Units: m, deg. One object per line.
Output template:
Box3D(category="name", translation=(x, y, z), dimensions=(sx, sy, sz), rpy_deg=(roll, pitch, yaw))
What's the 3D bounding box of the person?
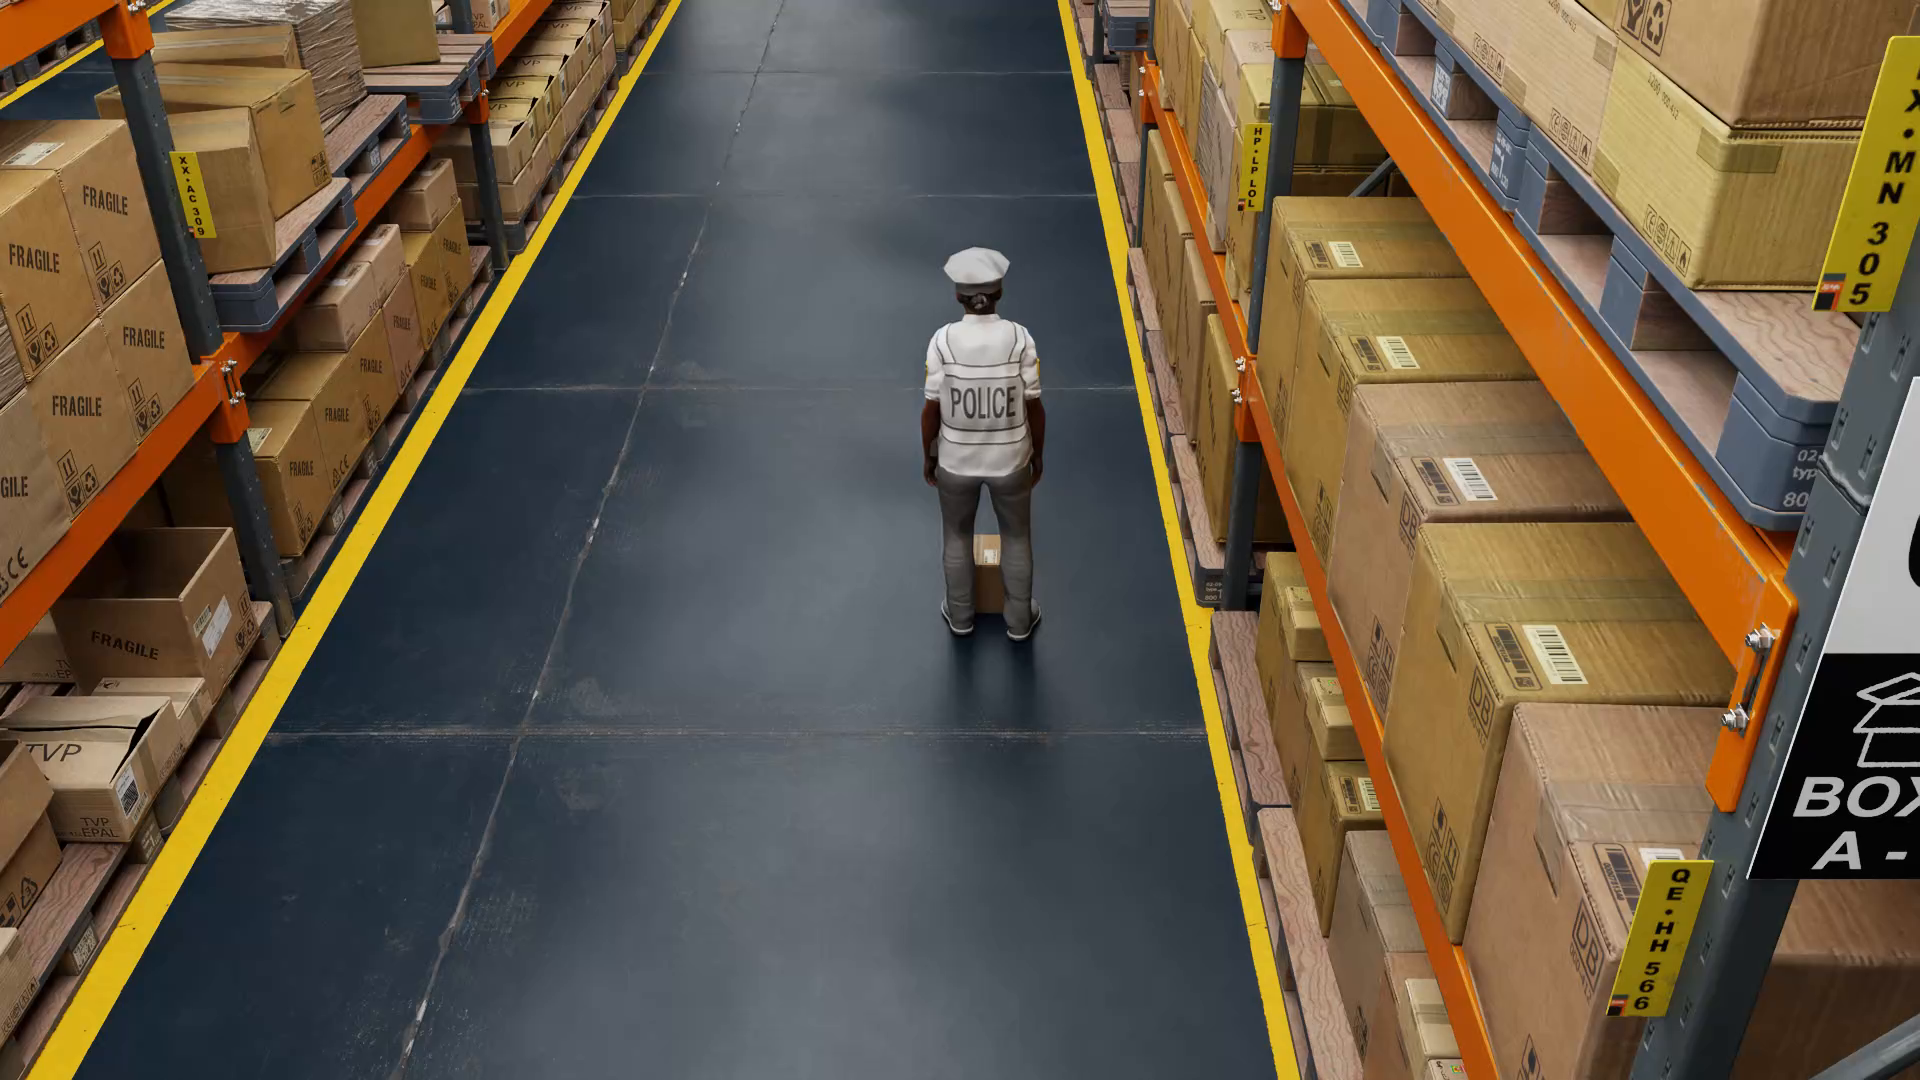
Box3D(category="person", translation=(0.098, -0.334, 6.677), dimensions=(0.504, 1.657, 0.423), rpy_deg=(-1, 32, -1))
